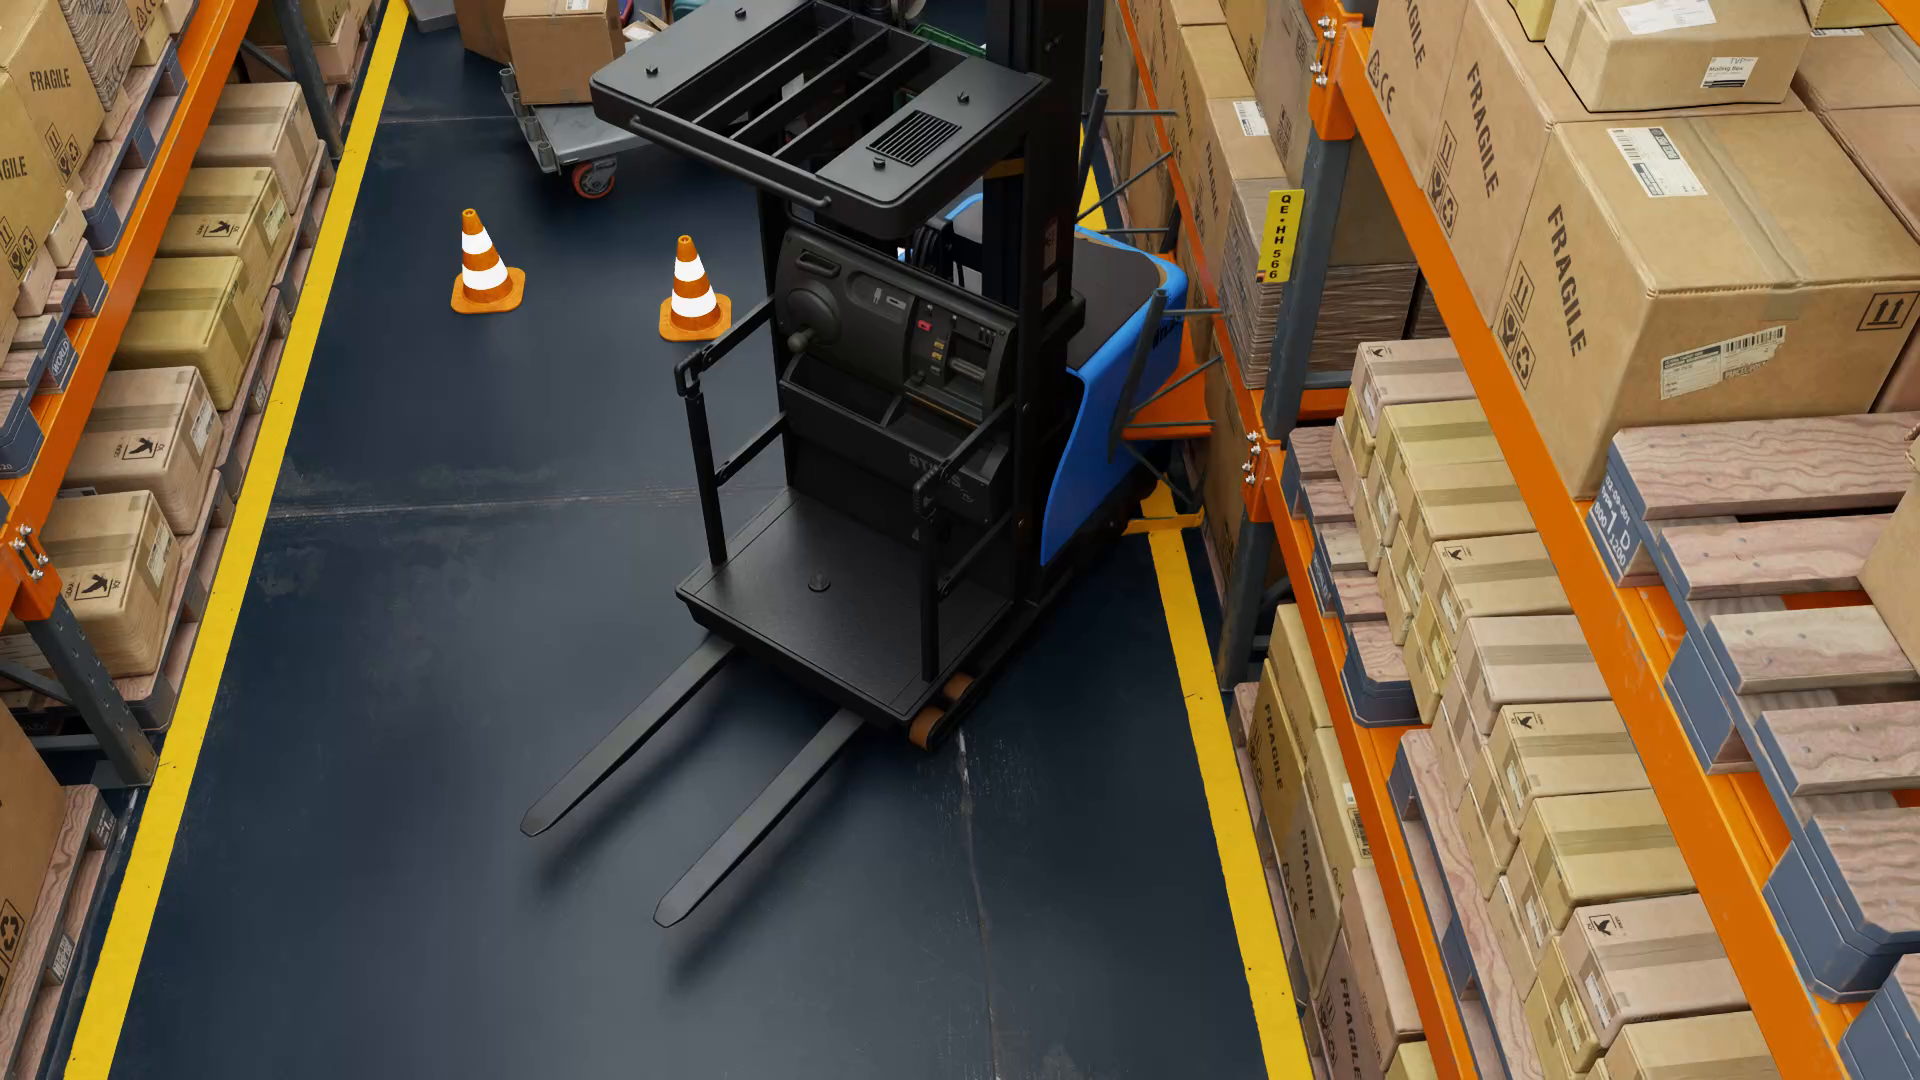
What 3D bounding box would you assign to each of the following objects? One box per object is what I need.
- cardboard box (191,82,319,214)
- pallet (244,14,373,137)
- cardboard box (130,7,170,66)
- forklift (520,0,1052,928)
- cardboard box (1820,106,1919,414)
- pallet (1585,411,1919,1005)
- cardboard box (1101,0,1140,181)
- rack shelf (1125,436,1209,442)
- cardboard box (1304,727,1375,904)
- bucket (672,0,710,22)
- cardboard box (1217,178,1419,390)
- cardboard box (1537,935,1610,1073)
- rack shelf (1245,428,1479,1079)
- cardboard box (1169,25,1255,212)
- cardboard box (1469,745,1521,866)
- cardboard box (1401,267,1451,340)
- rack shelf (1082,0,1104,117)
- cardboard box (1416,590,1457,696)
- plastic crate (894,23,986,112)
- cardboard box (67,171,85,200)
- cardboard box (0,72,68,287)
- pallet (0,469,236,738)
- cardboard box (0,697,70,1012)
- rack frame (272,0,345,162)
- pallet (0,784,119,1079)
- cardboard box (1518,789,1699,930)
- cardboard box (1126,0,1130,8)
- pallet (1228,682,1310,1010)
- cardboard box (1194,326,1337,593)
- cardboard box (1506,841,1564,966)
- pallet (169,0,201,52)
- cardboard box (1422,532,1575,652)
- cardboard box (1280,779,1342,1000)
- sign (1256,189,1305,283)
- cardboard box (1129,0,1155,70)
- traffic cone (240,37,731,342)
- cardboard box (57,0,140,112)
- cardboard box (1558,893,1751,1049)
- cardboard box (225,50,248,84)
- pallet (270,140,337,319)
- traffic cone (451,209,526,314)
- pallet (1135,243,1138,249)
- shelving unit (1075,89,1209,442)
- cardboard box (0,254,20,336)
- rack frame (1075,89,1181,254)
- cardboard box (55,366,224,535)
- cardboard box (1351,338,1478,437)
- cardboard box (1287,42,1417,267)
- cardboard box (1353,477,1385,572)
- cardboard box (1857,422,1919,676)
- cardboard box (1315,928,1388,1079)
[{"bbox_3d":[-3.726,-1.904,8.145,0.950,0.372,0.625,-3,47,-3],"label":"cardboard box"},{"bbox_3d":[-3.863,-2.568,9.173,1.003,0.211,1.213,-3,47,-3],"label":"pallet"},{"bbox_3d":[-3.383,-2.006,6.604,0.380,0.149,0.250,-4,47,-3],"label":"cardboard box"},{"bbox_3d":[-0.535,-1.036,5.849,2.033,2.935,3.733,27,52,23],"label":"forklift"},{"bbox_3d":[1.881,-0.468,3.129,0.500,0.500,0.500,-3,47,-3],"label":"cardboard box"},{"bbox_3d":[1.787,0.201,2.693,1.213,0.211,1.003,-3,47,-3],"label":"pallet"},{"bbox_3d":[1.294,-2.344,8.301,1.050,0.750,0.750,-4,47,-3],"label":"cardboard box"},{"bbox_3d":[0.723,-0.781,6.761,0.416,0.036,0.922,-3,56,-11],"label":"rack shelf"},{"bbox_3d":[1.346,0.815,4.964,0.500,0.250,0.500,-4,47,-4],"label":"cardboard box"},{"bbox_3d":[-1.157,-2.772,8.653,0.726,0.611,0.620,11,58,10],"label":"bucket"},{"bbox_3d":[1.182,-0.867,5.572,0.500,0.500,0.500,-3,47,-3],"label":"cardboard box"},{"bbox_3d":[1.478,0.982,3.570,0.380,0.149,0.250,-3,47,-3],"label":"cardboard box"},{"bbox_3d":[1.655,1.172,4.206,1.077,0.370,4.000,-3,47,-3],"label":"rack shelf"},{"bbox_3d":[1.100,-1.589,6.257,0.500,0.500,0.500,-4,47,-4],"label":"cardboard box"},{"bbox_3d":[1.437,0.611,3.921,0.380,0.149,0.250,-4,47,-4],"label":"cardboard box"},{"bbox_3d":[1.719,-0.898,5.602,0.500,0.500,0.500,-3,47,-3],"label":"cardboard box"},{"bbox_3d":[8.748,-2.408,7.101,15.905,3.000,4.168,-3,47,-3],"label":"rack shelf"},{"bbox_3d":[1.399,0.251,4.262,0.380,0.149,0.250,-3,47,-3],"label":"cardboard box"},{"bbox_3d":[-0.168,-2.516,9.100,0.450,0.188,0.662,25,51,9],"label":"plastic crate"},{"bbox_3d":[-3.347,-1.230,5.870,0.380,0.149,0.250,-1,47,-1],"label":"cardboard box"},{"bbox_3d":[-3.295,-1.146,5.343,0.500,0.500,0.500,-1,47,-1],"label":"cardboard box"},{"bbox_3d":[-3.501,0.245,6.509,1.003,0.211,1.213,-3,47,-3],"label":"pallet"},{"bbox_3d":[-3.462,0.942,5.102,0.875,0.875,0.875,-4,47,-4],"label":"cardboard box"},{"bbox_3d":[-3.772,-3.043,7.702,1.000,3.000,0.127,-3,47,-3],"label":"rack frame"},{"bbox_3d":[-3.446,1.385,5.429,1.003,0.211,1.213,-3,47,-3],"label":"pallet"},{"bbox_3d":[1.462,0.693,3.639,0.380,0.149,0.250,-4,47,-4],"label":"cardboard box"},{"bbox_3d":[0.971,-2.689,7.298,0.500,0.500,0.500,-3,47,-3],"label":"cardboard box"},{"bbox_3d":[1.551,1.002,5.792,1.003,0.211,1.213,-3,47,-3],"label":"pallet"},{"bbox_3d":[1.526,-0.339,6.402,1.050,0.750,0.750,-4,47,-4],"label":"cardboard box"},{"bbox_3d":[1.463,0.806,3.736,0.380,0.149,0.250,-2,47,-2],"label":"cardboard box"},{"bbox_3d":[-3.853,-2.415,7.240,1.003,0.211,1.213,-3,47,-3],"label":"pallet"},{"bbox_3d":[1.396,0.125,4.177,0.380,0.149,0.250,-5,47,-5],"label":"cardboard box"},{"bbox_3d":[1.338,1.083,5.227,0.500,0.500,0.500,-3,47,-3],"label":"cardboard box"},{"bbox_3d":[0.934,-0.885,4.861,0.100,0.325,0.005,-3,47,-3],"label":"sign"},{"bbox_3d":[1.010,-2.327,6.956,0.500,0.500,0.500,-4,47,-4],"label":"cardboard box"},{"bbox_3d":[-2.661,-2.436,7.260,3.046,2.808,1.723,-3,47,-3],"label":"traffic cone"},{"bbox_3d":[-3.380,-1.892,6.049,0.500,0.500,0.500,-5,47,-5],"label":"cardboard box"},{"bbox_3d":[1.486,0.887,3.454,0.380,0.149,0.250,-5,47,-5],"label":"cardboard box"},{"bbox_3d":[-4.089,-2.653,8.938,0.500,0.250,0.500,-2,47,-1],"label":"cardboard box"},{"bbox_3d":[-3.705,-1.521,8.181,1.003,0.211,1.213,-3,47,-3],"label":"pallet"},{"bbox_3d":[-2.273,-1.358,7.854,0.336,0.463,0.334,-3,47,-3],"label":"traffic cone"},{"bbox_3d":[1.397,-1.019,7.706,1.003,0.211,1.213,-3,47,-3],"label":"pallet"},{"bbox_3d":[0.737,-0.887,6.660,0.500,1.500,0.985,-3,56,-11],"label":"shelving unit"},{"bbox_3d":[-3.244,-0.769,4.986,0.500,0.500,0.500,-5,47,-4],"label":"cardboard box"},{"bbox_3d":[0.664,-1.281,6.919,0.500,1.500,0.032,-3,56,-11],"label":"rack frame"},{"bbox_3d":[-3.544,-0.332,6.656,0.950,0.372,0.625,-4,47,-4],"label":"cardboard box"},{"bbox_3d":[1.333,-0.436,4.707,0.380,0.149,0.250,-3,47,-3],"label":"cardboard box"},{"bbox_3d":[1.459,-1.226,5.224,0.700,0.500,0.500,-4,47,-4],"label":"cardboard box"},{"bbox_3d":[1.346,-0.050,4.752,0.380,0.149,0.250,-1,47,-1],"label":"cardboard box"},{"bbox_3d":[1.824,0.035,2.362,0.797,0.503,0.637,-4,47,-4],"label":"cardboard box"},{"bbox_3d":[1.385,1.454,4.875,0.500,0.500,0.500,-5,47,-4],"label":"cardboard box"}]
